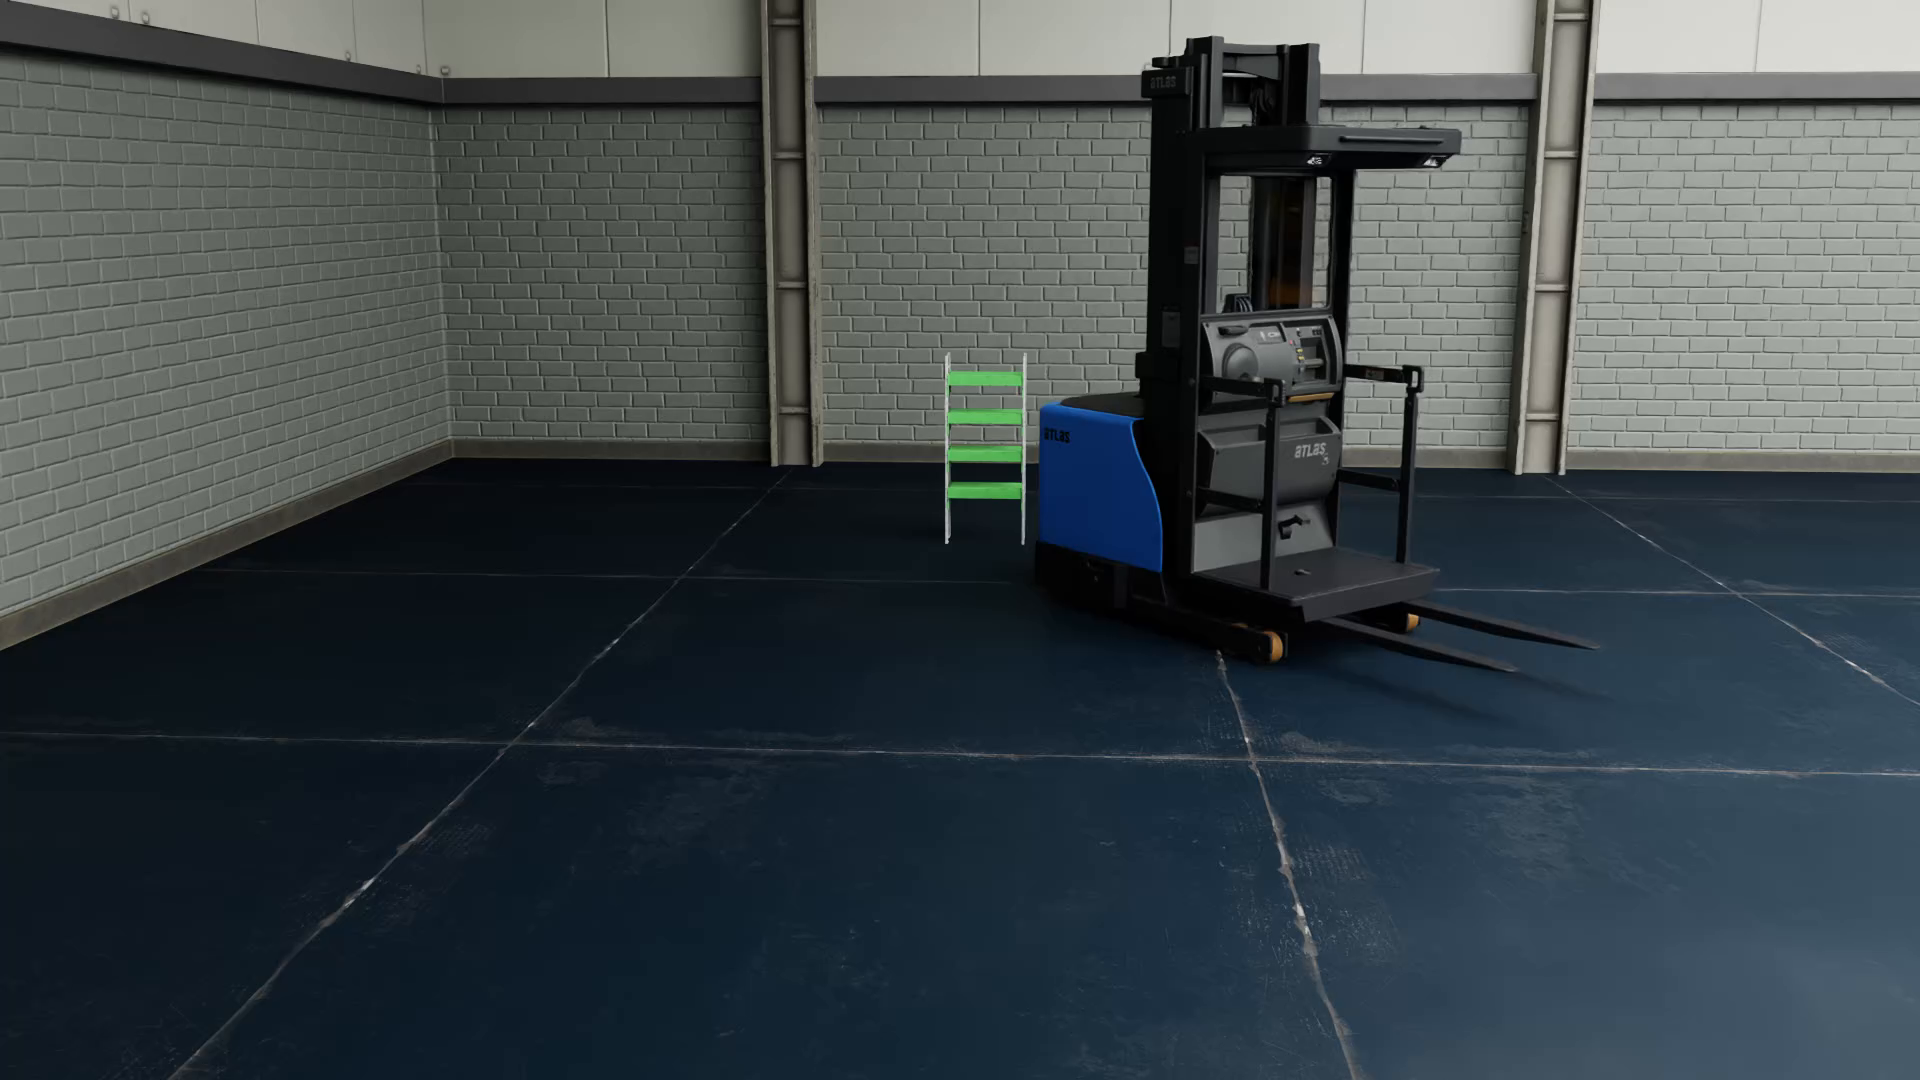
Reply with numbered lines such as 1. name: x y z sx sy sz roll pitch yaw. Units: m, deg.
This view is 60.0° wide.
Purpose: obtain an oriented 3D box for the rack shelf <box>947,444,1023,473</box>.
1. rack shelf: 0.165 -0.522 10.647 0.480 0.148 0.258 1 12 4

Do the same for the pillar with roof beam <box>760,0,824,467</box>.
1. pillar with roof beam: -1.637 -4.161 8.680 0.400 9.000 9.100 1 12 4

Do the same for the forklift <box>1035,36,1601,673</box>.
1. forklift: 1.696 -0.952 8.159 1.130 2.935 3.031 -9 15 -35

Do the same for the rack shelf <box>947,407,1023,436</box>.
1. rack shelf: 0.165 -0.757 10.598 0.480 0.148 0.258 1 12 4

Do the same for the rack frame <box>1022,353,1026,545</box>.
1. rack frame: 0.409 -0.582 10.618 0.015 1.200 0.240 1 12 4

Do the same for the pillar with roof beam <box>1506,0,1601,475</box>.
1. pillar with roof beam: 4.349 -4.079 8.287 0.400 9.000 9.100 1 12 4

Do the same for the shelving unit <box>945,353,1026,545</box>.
1. shelving unit: 0.165 -0.585 10.634 0.503 1.200 0.258 1 12 4

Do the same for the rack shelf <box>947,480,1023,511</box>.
1. rack shelf: 0.165 -0.288 10.697 0.480 0.148 0.258 1 12 4

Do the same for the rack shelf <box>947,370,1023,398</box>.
1. rack shelf: 0.165 -0.992 10.549 0.480 0.148 0.258 1 12 4

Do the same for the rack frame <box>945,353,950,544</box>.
1. rack frame: -0.078 -0.588 10.650 0.015 1.200 0.240 1 12 4
